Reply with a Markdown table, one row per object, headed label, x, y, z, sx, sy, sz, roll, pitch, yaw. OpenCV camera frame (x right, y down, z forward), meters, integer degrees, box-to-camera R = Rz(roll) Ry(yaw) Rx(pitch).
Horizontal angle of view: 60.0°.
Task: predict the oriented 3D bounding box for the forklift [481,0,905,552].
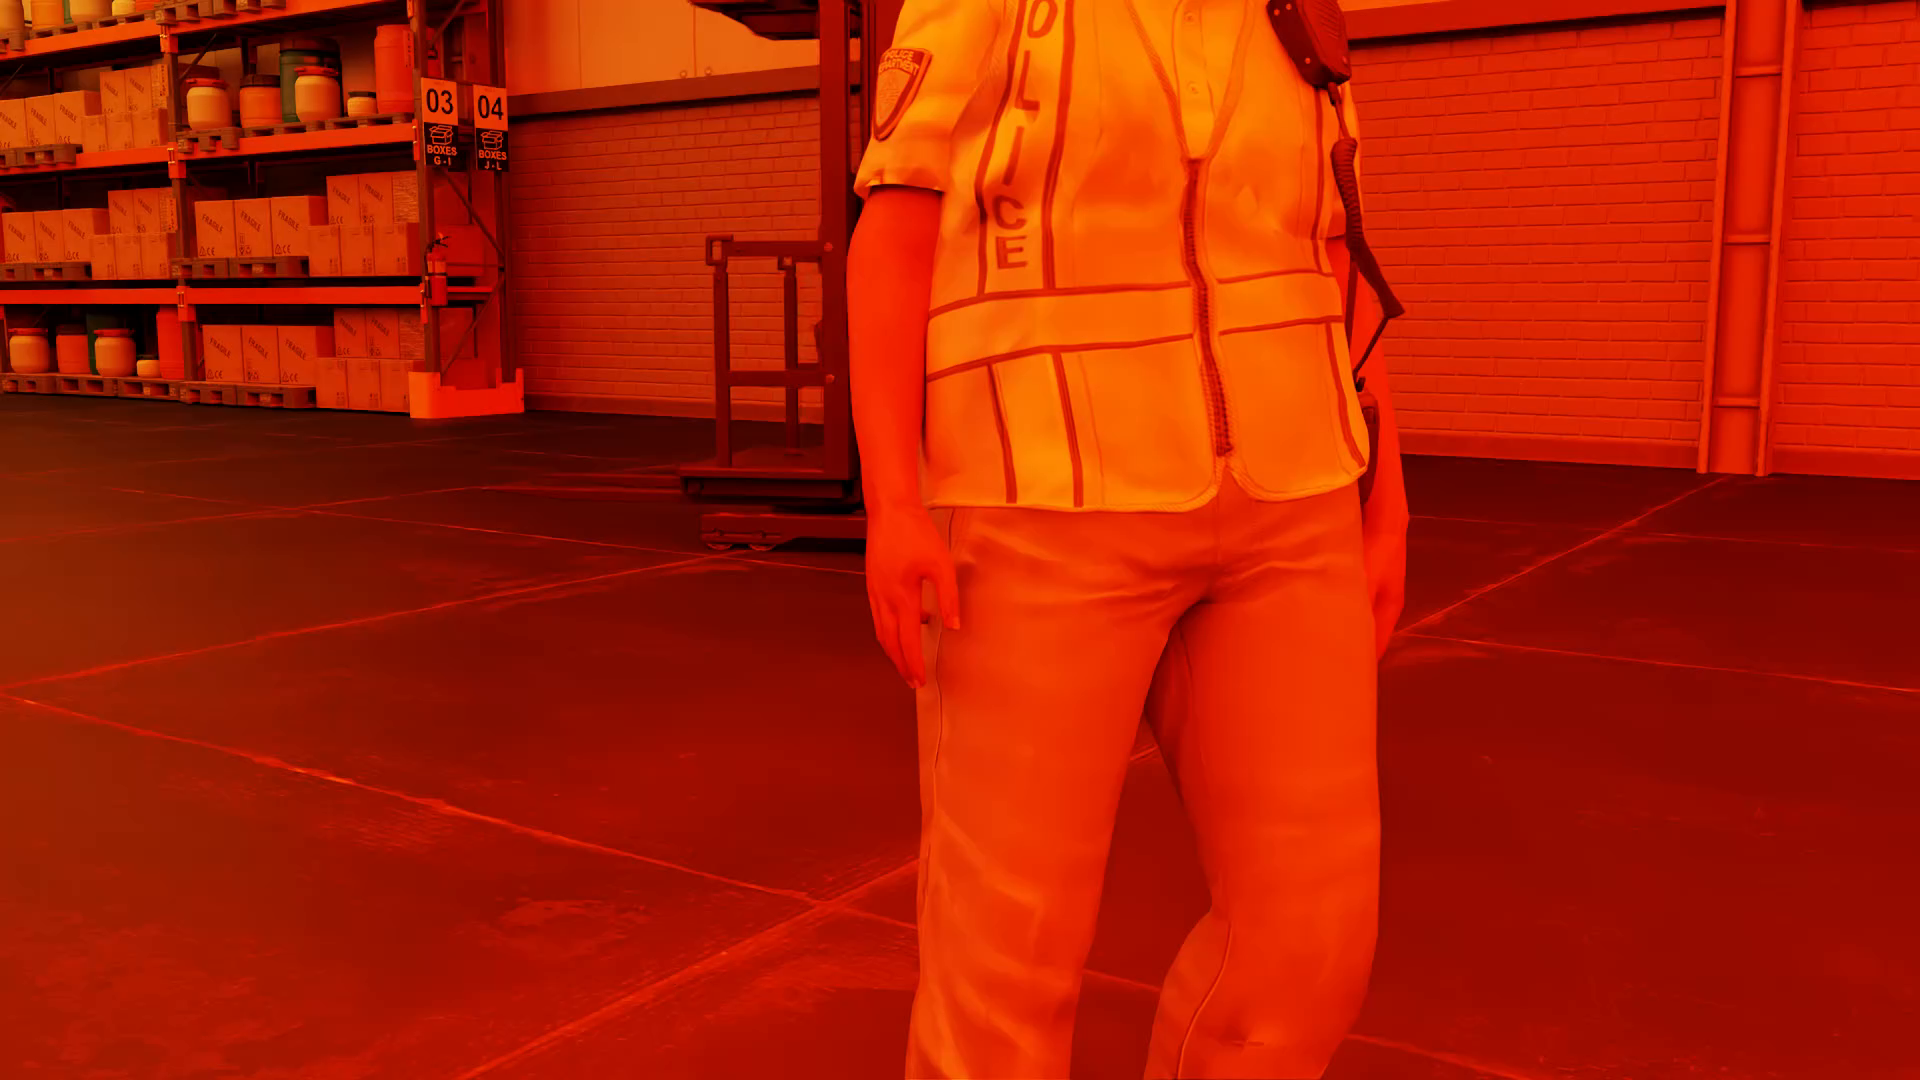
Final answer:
| label | x | y | z | sx | sy | sz | roll | pitch | yaw |
| --- | --- | --- | --- | --- | --- | --- | --- | --- | --- |
| forklift | -0.669 | -1.471 | 7.535 | 3.031 | 2.935 | 1.130 | 2 | 8 | 12 |
